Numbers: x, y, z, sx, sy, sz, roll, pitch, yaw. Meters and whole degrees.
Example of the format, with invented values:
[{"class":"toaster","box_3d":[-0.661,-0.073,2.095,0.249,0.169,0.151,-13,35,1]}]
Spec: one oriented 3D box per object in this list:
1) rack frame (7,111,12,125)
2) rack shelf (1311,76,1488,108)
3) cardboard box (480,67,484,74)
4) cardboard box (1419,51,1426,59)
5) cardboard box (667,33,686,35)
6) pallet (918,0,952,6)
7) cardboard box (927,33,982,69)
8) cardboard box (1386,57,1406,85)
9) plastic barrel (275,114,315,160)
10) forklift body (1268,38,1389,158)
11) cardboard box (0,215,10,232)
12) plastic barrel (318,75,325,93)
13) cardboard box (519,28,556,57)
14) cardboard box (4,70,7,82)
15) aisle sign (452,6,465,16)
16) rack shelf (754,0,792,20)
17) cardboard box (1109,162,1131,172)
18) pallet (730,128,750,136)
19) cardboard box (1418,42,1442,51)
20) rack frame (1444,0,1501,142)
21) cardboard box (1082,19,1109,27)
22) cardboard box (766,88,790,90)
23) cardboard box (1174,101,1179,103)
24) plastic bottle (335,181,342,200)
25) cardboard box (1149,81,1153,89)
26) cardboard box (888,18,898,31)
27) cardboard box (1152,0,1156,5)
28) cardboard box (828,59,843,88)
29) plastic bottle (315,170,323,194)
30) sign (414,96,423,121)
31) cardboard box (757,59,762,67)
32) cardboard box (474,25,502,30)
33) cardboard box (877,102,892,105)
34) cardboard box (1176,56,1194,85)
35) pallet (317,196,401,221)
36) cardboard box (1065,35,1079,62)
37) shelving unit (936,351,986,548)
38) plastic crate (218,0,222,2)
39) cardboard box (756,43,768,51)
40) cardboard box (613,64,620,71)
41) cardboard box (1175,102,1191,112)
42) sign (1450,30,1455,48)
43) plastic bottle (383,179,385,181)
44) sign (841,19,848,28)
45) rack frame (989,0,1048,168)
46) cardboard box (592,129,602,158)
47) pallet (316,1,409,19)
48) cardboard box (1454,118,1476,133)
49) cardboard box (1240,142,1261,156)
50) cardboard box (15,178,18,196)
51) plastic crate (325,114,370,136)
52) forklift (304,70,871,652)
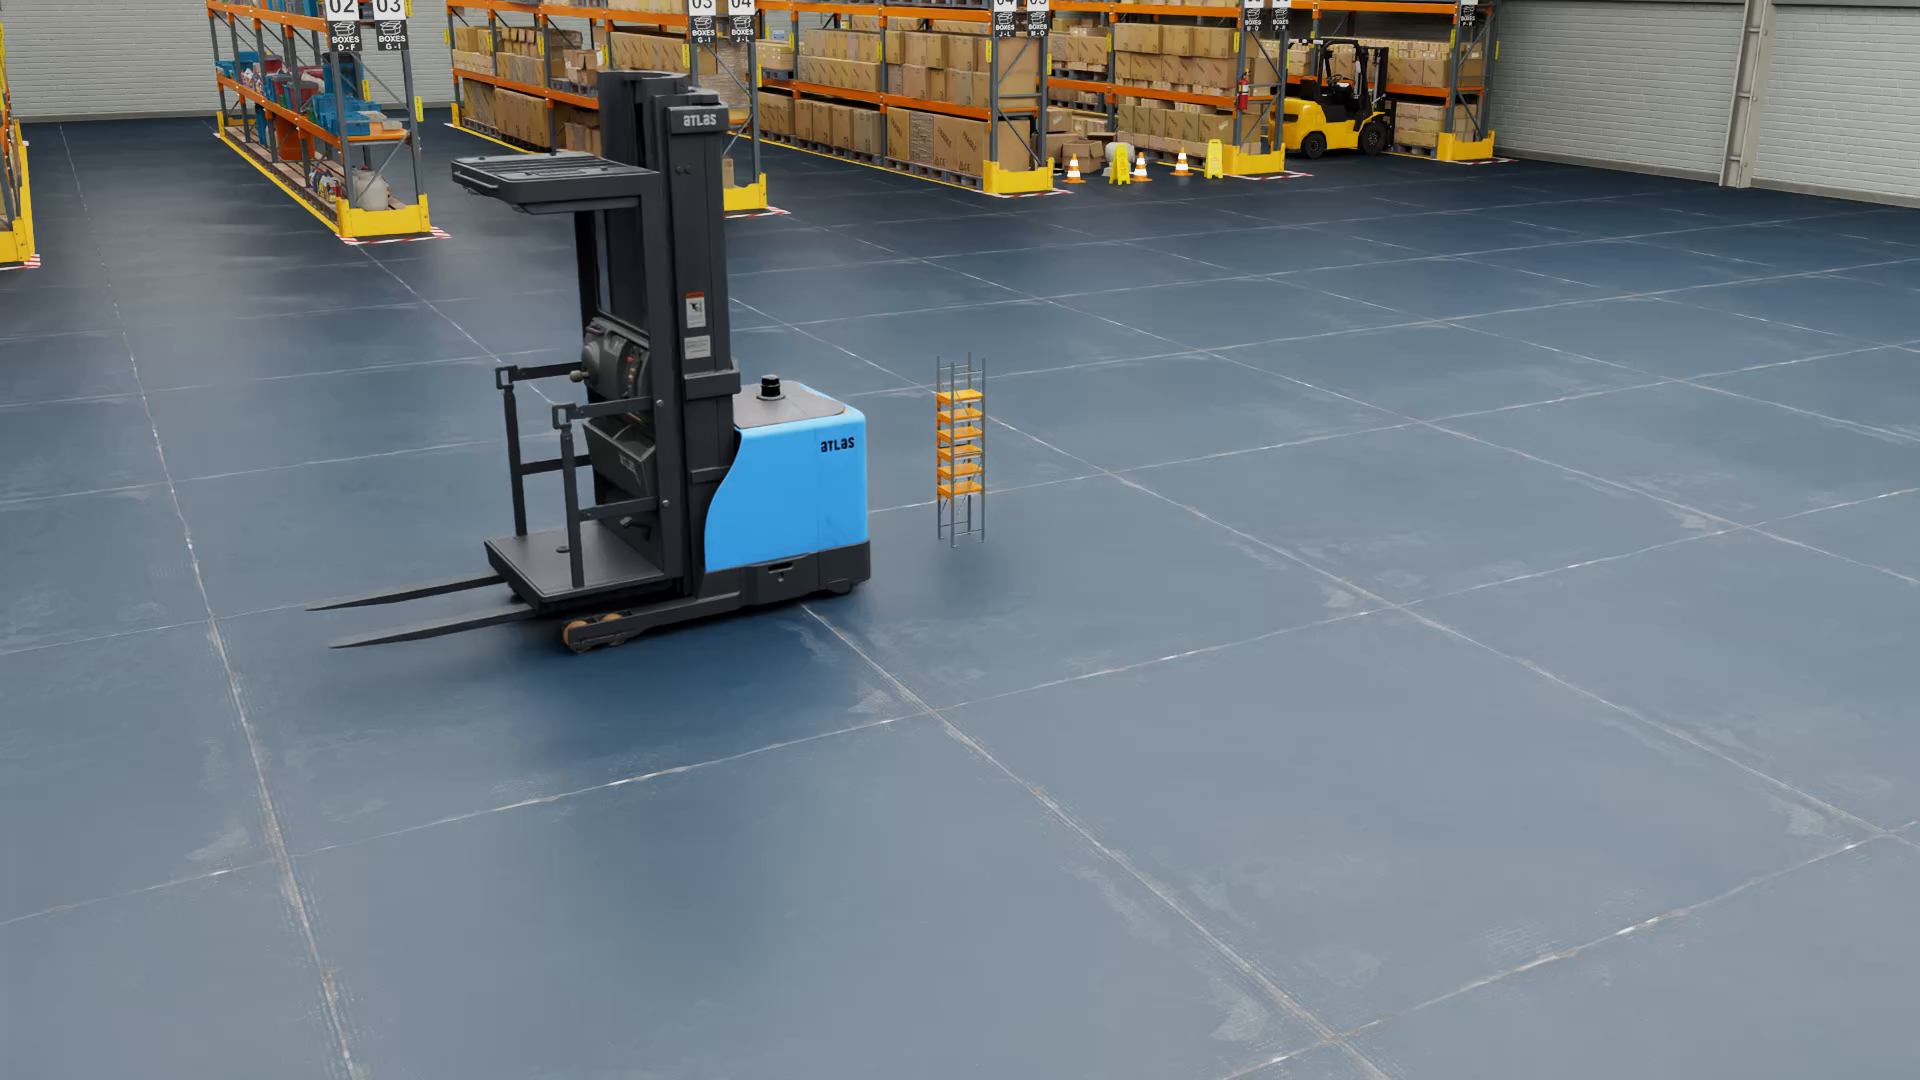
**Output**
[{"class":"rack frame","box_3d":[-17.892,-8.311,30.119,1.000,3.000,0.127,-10,21,-27]},{"class":"rack shelf","box_3d":[8.665,-8.939,33.041,1.077,0.370,4.000,-10,21,-27]},{"class":"cardboard box","box_3d":[-9.971,-9.984,35.352,0.380,0.149,0.250,-10,21,-26]},{"class":"cardboard box","box_3d":[8.986,-9.268,31.743,0.380,0.149,0.250,-10,21,-26]},{"class":"cardboard box","box_3d":[-4.442,-7.835,26.597,0.500,0.500,0.500,-10,21,-27]},{"class":"pallet","box_3d":[-0.005,-9.077,27.876,1.003,0.211,1.213,-10,21,-27]},{"class":"cardboard box","box_3d":[-0.057,-8.290,28.173,0.875,0.550,0.500,-10,21,-27]},{"class":"cardboard box","box_3d":[8.668,-9.150,32.397,0.500,0.500,0.500,-10,22,-28]},{"class":"plastic barrel","box_3d":[-11.879,-7.240,29.697,0.600,0.830,0.708,-10,21,-27]},{"class":"forklift body","box_3d":[7.108,-8.565,32.157,2.313,2.155,1.214,-10,21,-27]},{"class":"cardboard box","box_3d":[-12.252,-3.954,21.062,0.500,0.250,0.500,-10,21,-27]},{"class":"plastic barrel","box_3d":[-9.993,-7.154,26.557,0.433,0.535,0.433,0,19,0]},{"class":"cardboard box","box_3d":[-8.237,-9.809,32.769,0.797,0.503,0.637,-9,21,-25]},{"class":"cardboard box","box_3d":[-18.618,-8.983,31.914,0.500,0.500,0.500,-10,22,-27]},{"class":"aisle sign","box_3d":[-11.369,-12.196,37.392,0.394,0.787,0.004,-10,21,-27]},{"class":"rack shelf","box_3d":[-3.809,-11.088,34.670,1.077,0.370,4.000,-10,21,-27]},{"class":"cardboard box","box_3d":[2.848,-6.650,29.677,0.380,0.149,0.250,1,19,2]},{"class":"pallet","box_3d":[-4.388,-9.043,36.513,1.003,0.211,1.213,-10,21,-27]},{"class":"cardboard box","box_3d":[8.966,-9.406,31.689,0.380,0.149,0.250,-9,21,-25]},{"class":"rack frame","box_3d":[9.614,-8.705,31.260,1.000,3.000,0.127,-10,21,-27]},{"class":"cardboard box","box_3d":[3.443,-13.043,42.455,0.500,0.500,0.500,-11,22,-28]},{"class":"cardboard box","box_3d":[-3.950,-9.631,35.983,0.500,0.250,0.500,-9,21,-24]},{"class":"cardboard box","box_3d":[5.197,-10.252,38.931,0.500,0.500,0.500,-10,22,-27]},{"class":"plastic bottle","box_3d":[-9.092,-5.109,24.329,0.061,0.283,0.133,-10,21,-27]},{"class":"cardboard box","box_3d":[3.775,-8.540,31.168,0.380,0.149,0.250,-10,21,-27]},{"class":"cardboard box","box_3d":[-1.401,-12.284,39.946,0.500,0.500,0.500,-10,21,-26]},{"class":"cardboard box","box_3d":[3.772,-9.961,30.686,0.380,0.149,0.250,-11,22,-28]},{"class":"cardboard box","box_3d":[-2.166,-8.879,31.610,0.500,0.500,0.500,-10,22,-27]},{"class":"plastic bottle","box_3d":[-9.624,-5.387,25.030,0.144,0.351,0.185,-11,22,-29]},{"class":"sign","box_3d":[-7.346,-5.848,22.555,0.100,0.325,0.005,-10,21,-27]},{"class":"cardboard box","box_3d":[-3.981,-9.880,34.408,0.380,0.149,0.250,-11,22,-29]},{"class":"cardboard box","box_3d":[-10.609,-11.318,37.457,0.500,0.500,0.500,-10,21,-26]},{"class":"cardboard box","box_3d":[-1.506,-11.080,41.427,0.875,0.438,0.875,-9,21,-25]},{"class":"cardboard box","box_3d":[4.279,-8.525,30.128,0.500,0.500,0.500,-10,21,-27]},{"class":"pallet","box_3d":[-8.866,-4.913,24.546,1.003,0.211,1.213,-10,21,-27]},{"class":"cardboard box","box_3d":[2.451,-9.858,33.348,0.500,0.500,0.500,-9,21,-25]},{"class":"shelving unit","box_3d":[0.007,-0.563,10.424,0.258,1.200,0.189,-10,21,-27]},{"class":"plastic crate","box_3d":[-14.470,-10.677,32.781,0.293,0.136,0.466,-10,21,-27]},{"class":"cardboard box","box_3d":[-4.108,-10.238,34.532,0.380,0.149,0.250,-9,21,-24]},{"class":"cardboard box","box_3d":[-5.214,-7.597,27.441,0.875,0.500,0.500,-10,21,-27]},{"class":"cardboard box","box_3d":[4.164,-7.928,30.436,0.380,0.149,0.250,-9,21,-24]},{"class":"sign","box_3d":[9.130,-9.284,30.800,0.100,0.325,0.005,-10,21,-27]},{"class":"plastic bottle","box_3d":[-8.511,-5.193,24.573,0.061,0.283,0.133,-10,21,-26]},{"class":"sign","box_3d":[-3.277,-14.868,47.854,0.339,0.242,0.001,-10,21,-27]},{"class":"rack frame","box_3d":[0.940,-7.139,26.722,1.000,3.000,0.127,-10,21,-27]},{"class":"cardboard box","box_3d":[-6.122,-7.055,29.635,0.700,0.500,0.500,-12,22,-31]},{"class":"pallet","box_3d":[-8.139,-7.214,22.630,1.003,0.211,1.213,-10,21,-27]},{"class":"cardboard box","box_3d":[9.574,-8.007,32.043,0.500,0.250,0.500,-10,21,-26]},{"class":"cardboard box","box_3d":[5.108,-7.108,30.204,0.500,0.250,0.500,-10,21,-27]},{"class":"cardboard box","box_3d":[-14.308,-5.215,24.717,0.500,0.250,0.500,-9,21,-25]},{"class":"plastic crate","box_3d":[-8.333,-5.660,22.663,0.499,0.251,0.616,-10,21,-27]},{"class":"forklift","box_3d":[-2.052,-0.981,8.981,3.031,2.935,1.130,-11,22,-29]}]
